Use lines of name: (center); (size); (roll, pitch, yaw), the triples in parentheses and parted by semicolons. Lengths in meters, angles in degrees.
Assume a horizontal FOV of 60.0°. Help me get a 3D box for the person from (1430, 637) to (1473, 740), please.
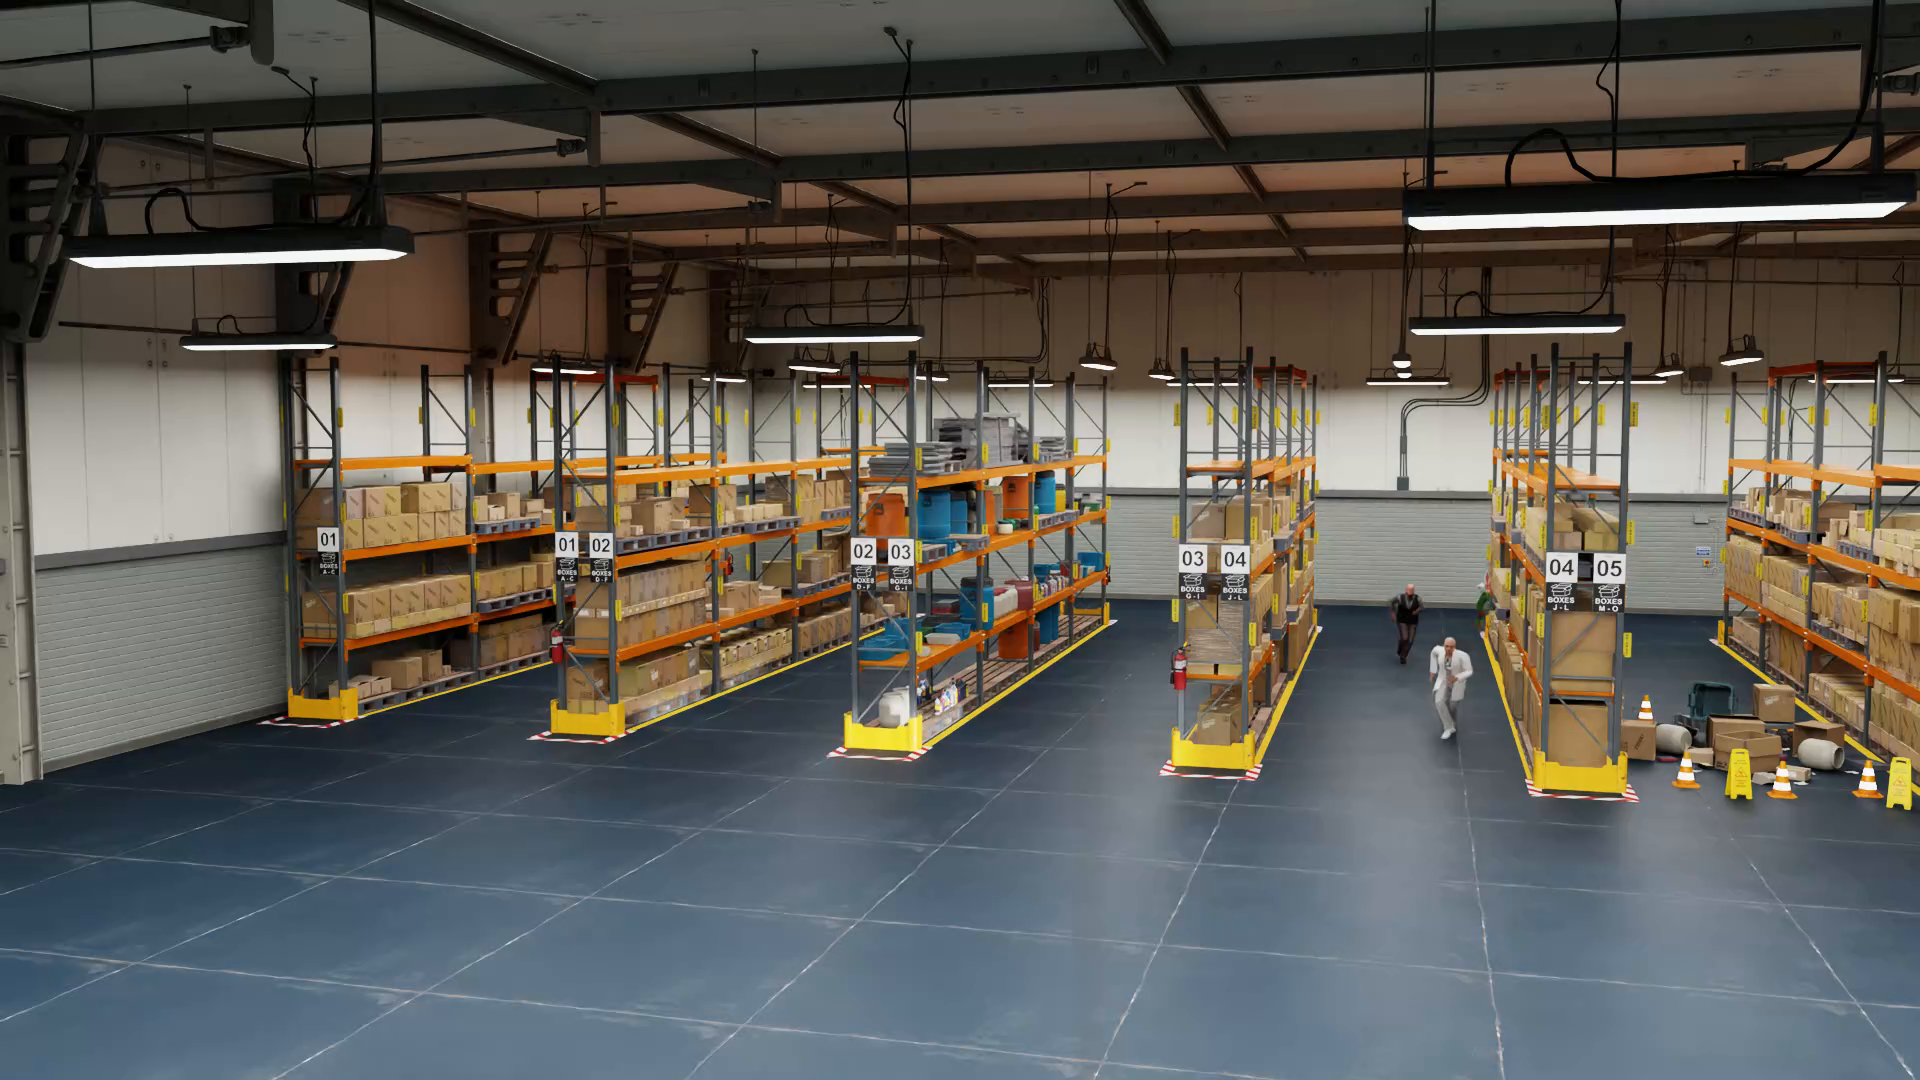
person: (7.779, 2.283, 26.270); (0.699, 1.612, 1.138); (2, 5, 25)

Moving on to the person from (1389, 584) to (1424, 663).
person: (9.080, 1.708, 33.745); (0.630, 1.648, 0.730); (0, 4, -1)

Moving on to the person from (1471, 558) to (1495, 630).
person: (12.469, 1.250, 39.125); (0.824, 1.817, 0.678); (1, 4, 18)
